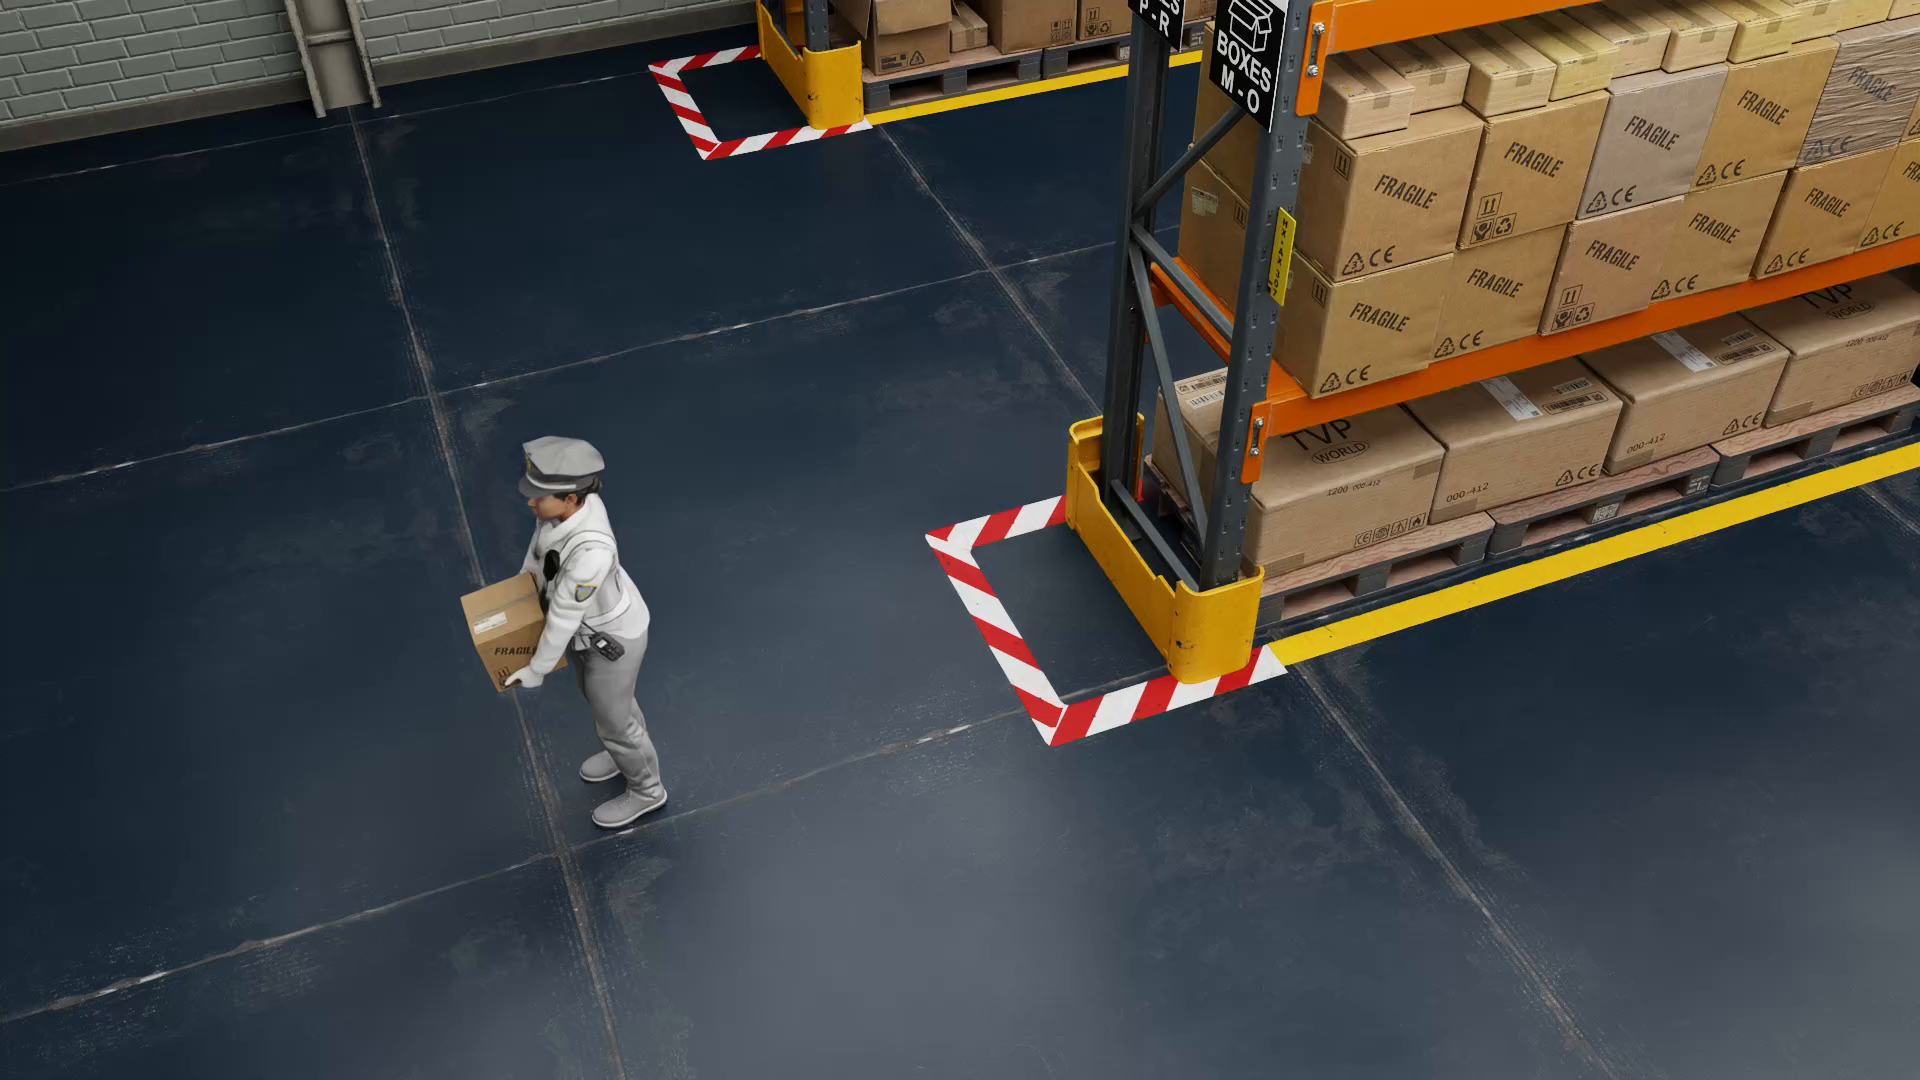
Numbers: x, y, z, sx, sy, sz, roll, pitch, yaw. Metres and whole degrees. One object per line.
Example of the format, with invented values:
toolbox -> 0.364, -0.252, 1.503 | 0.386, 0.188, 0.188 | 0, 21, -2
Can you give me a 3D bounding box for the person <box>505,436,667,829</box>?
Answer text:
person -> -1.338, 0.347, 5.765 | 0.530, 1.684, 0.416 | -16, 44, -17
